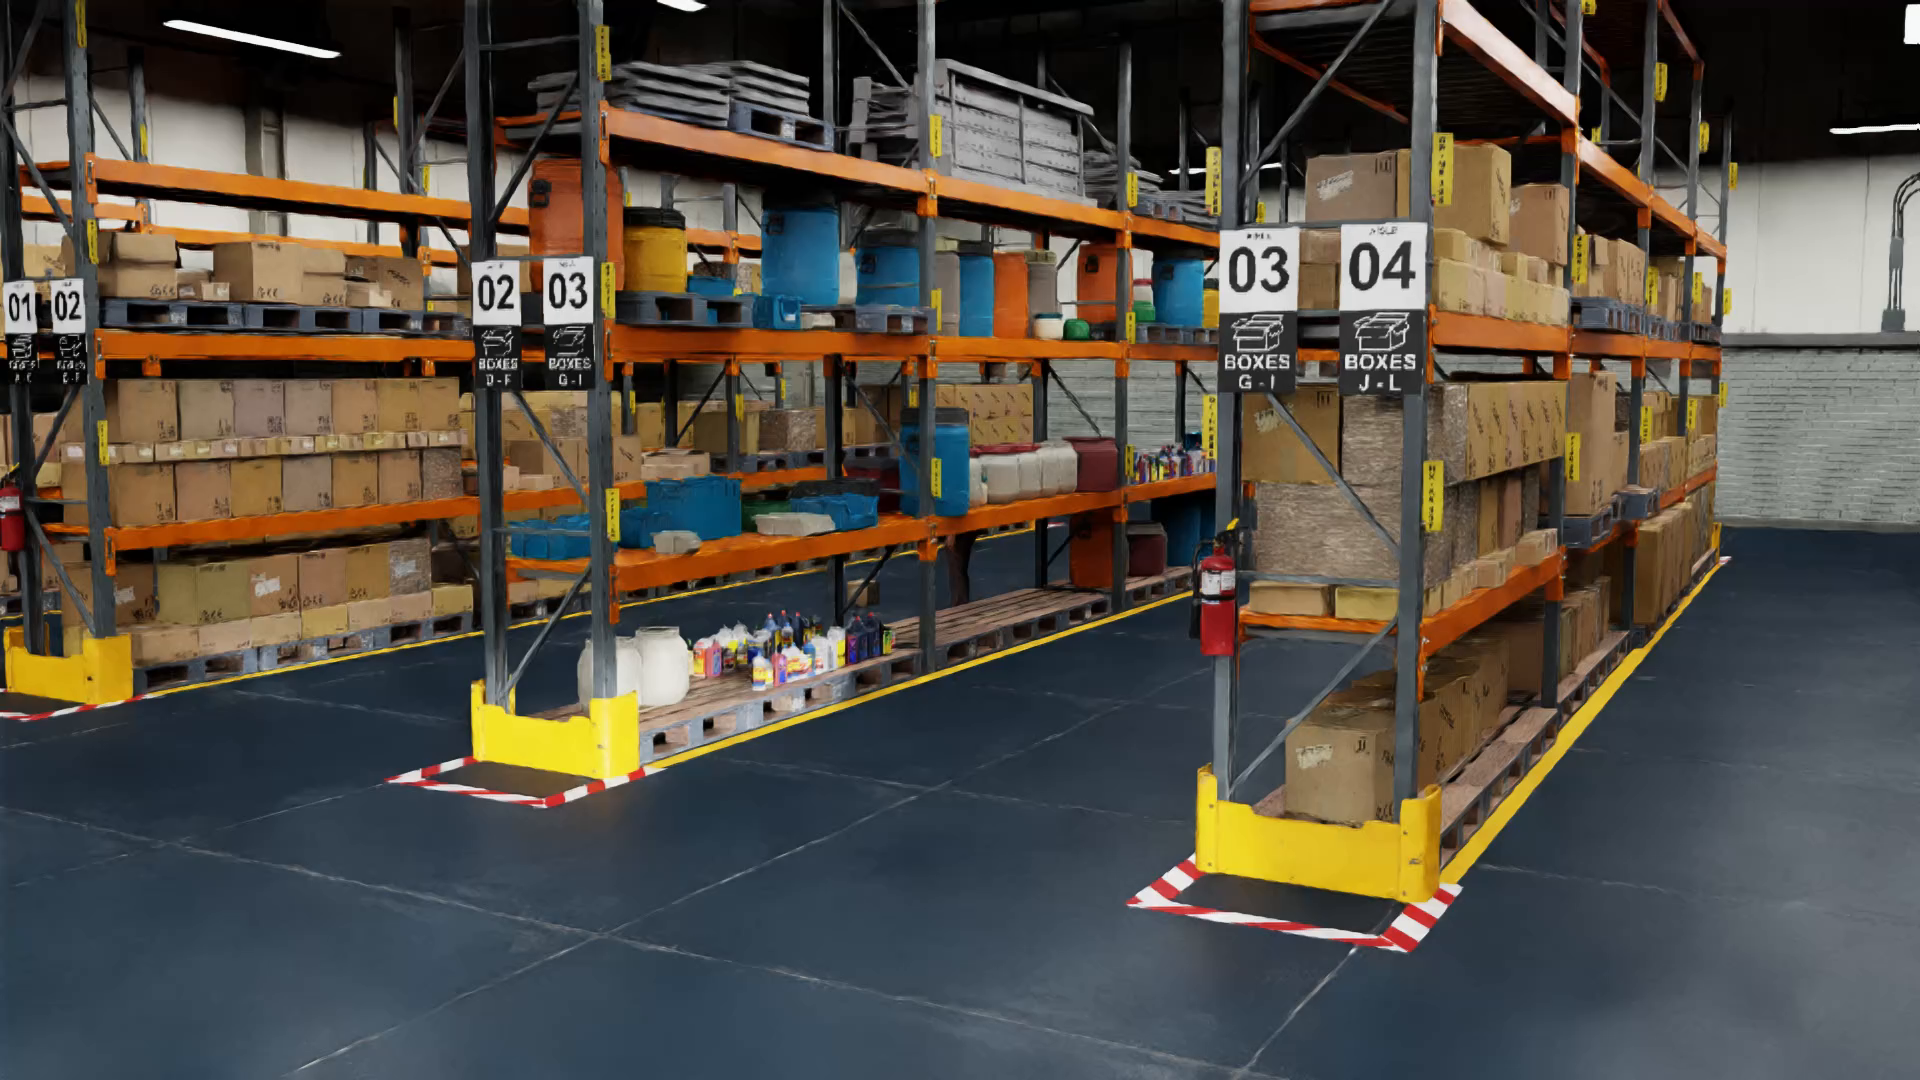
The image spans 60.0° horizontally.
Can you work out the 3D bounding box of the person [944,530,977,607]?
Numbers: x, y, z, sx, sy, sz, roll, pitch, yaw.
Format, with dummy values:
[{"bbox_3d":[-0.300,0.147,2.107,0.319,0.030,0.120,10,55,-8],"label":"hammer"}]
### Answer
[{"bbox_3d":[-0.043,-0.051,16.655,0.405,1.722,0.549,2,6,18],"label":"person"}]
